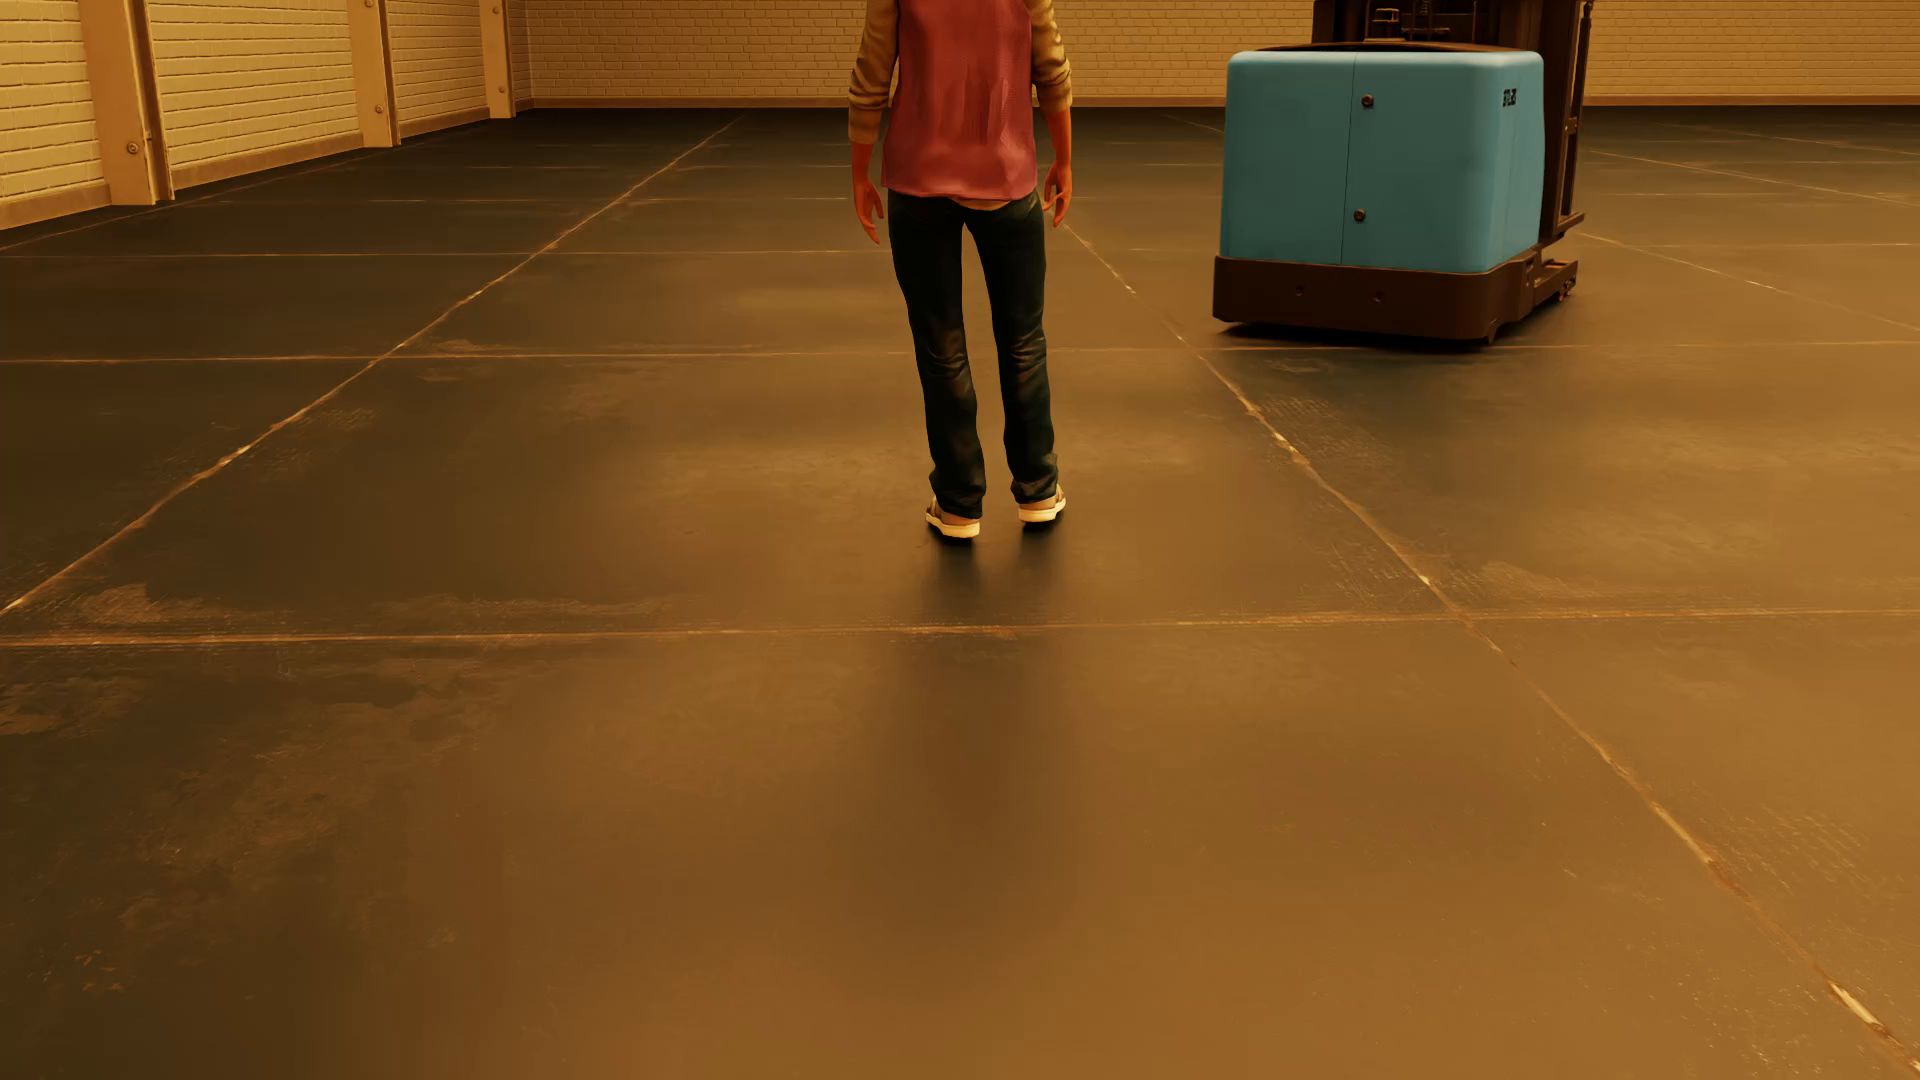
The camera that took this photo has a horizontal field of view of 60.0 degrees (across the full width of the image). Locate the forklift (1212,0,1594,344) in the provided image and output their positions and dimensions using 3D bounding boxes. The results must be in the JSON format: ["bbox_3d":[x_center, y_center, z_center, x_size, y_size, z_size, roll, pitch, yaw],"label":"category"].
[{"bbox_3d":[2.149,-2.512,7.119,1.130,2.935,3.031,9,19,28],"label":"forklift"}]

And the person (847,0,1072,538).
[{"bbox_3d":[0.010,-0.786,3.756,0.520,1.585,0.473,-1,17,-3],"label":"person"}]
